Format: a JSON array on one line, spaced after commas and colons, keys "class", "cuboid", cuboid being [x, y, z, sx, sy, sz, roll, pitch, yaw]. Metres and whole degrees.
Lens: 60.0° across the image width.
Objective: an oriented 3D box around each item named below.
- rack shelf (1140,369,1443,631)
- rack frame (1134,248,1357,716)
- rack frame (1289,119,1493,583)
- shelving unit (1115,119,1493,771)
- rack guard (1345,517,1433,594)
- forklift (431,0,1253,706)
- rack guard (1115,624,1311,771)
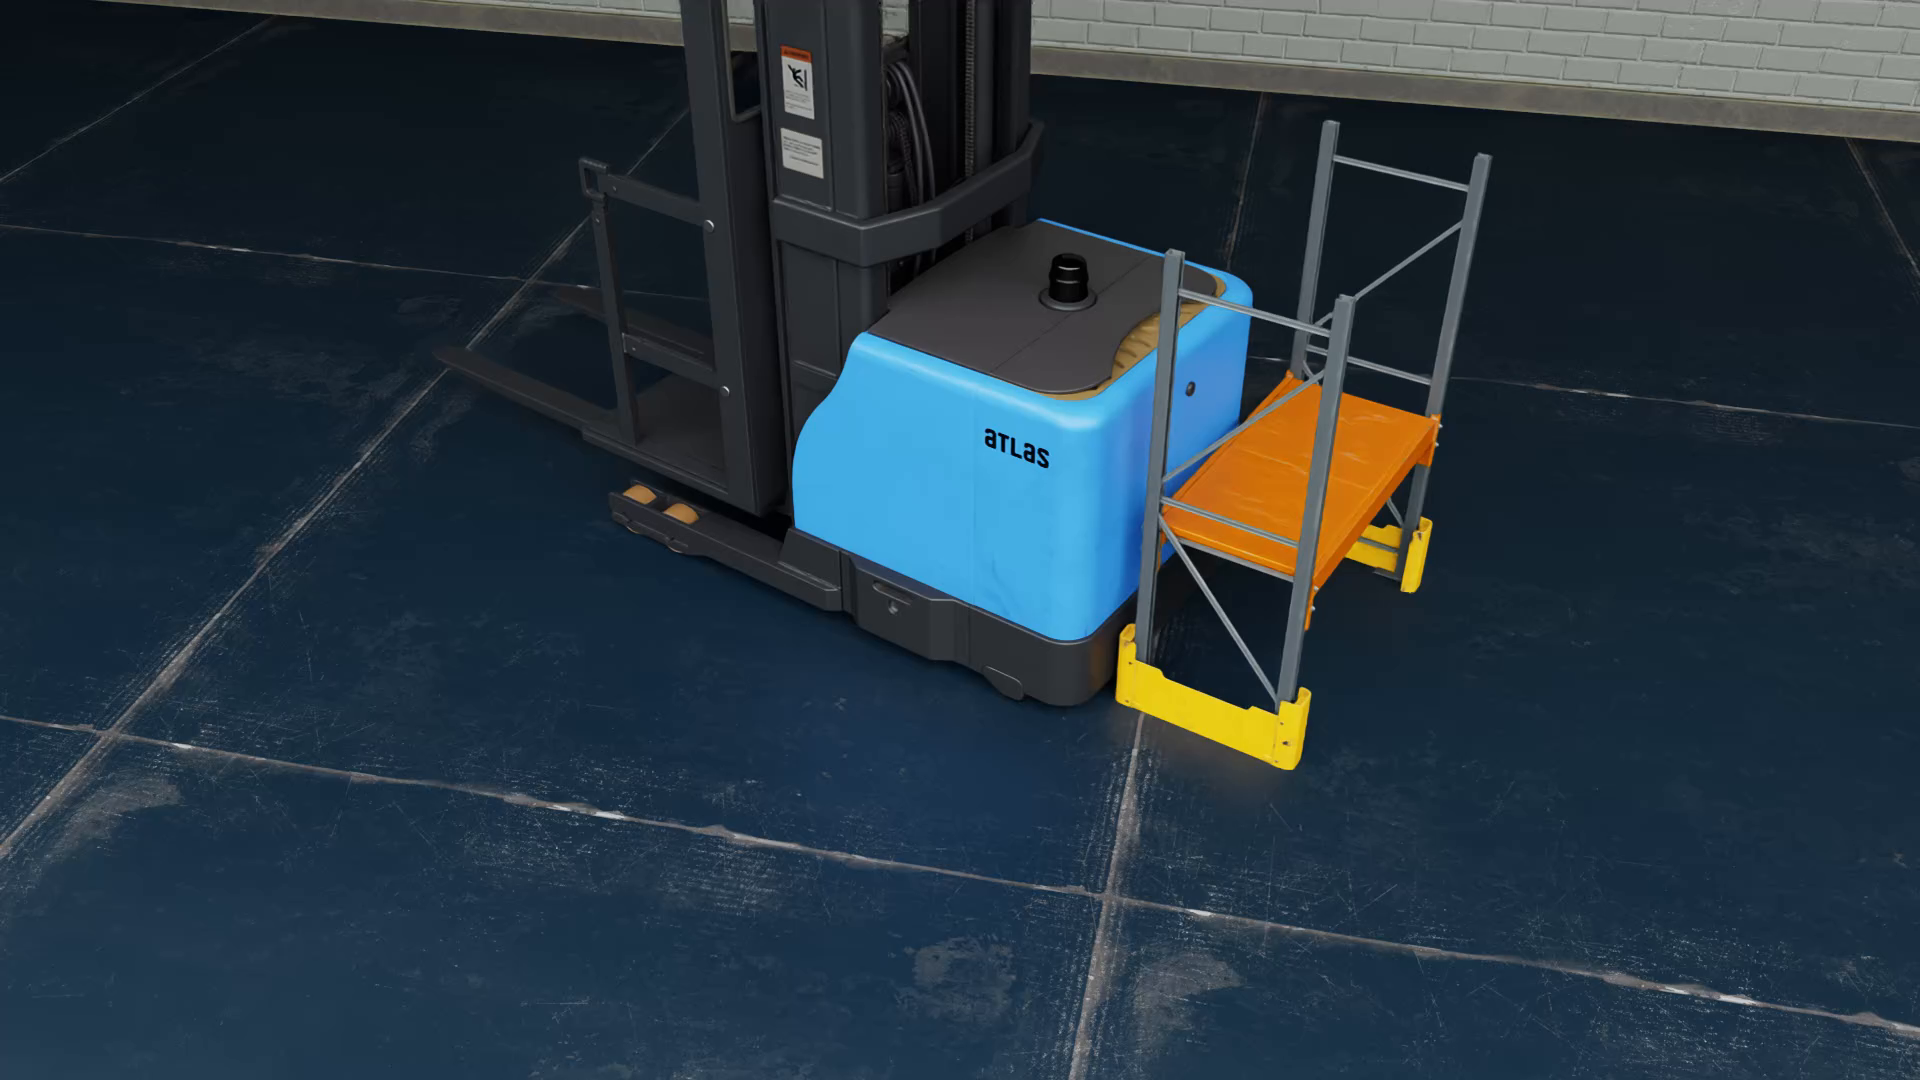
[{"class": "rack shelf", "cuboid": [1.010, -0.151, 4.987, 0.538, 0.185, 1.000, 21, 41, 26]}, {"class": "rack frame", "cuboid": [0.735, -0.046, 4.535, 0.500, 1.500, 0.032, 21, 41, 26]}, {"class": "rack frame", "cuboid": [1.284, -0.548, 5.228, 0.500, 1.500, 0.032, 21, 41, 26]}, {"class": "shelving unit", "cuboid": [1.005, -0.292, 4.875, 0.587, 1.500, 1.083, 21, 41, 26]}, {"class": "rack guard", "cuboid": [1.274, -0.032, 5.582, 0.587, 0.250, 0.087, 21, 41, 26]}, {"class": "forklift", "cuboid": [-0.598, -1.372, 5.146, 3.031, 2.935, 1.130, 23, 42, 28]}, {"class": "rack guard", "cuboid": [0.736, 0.460, 4.903, 0.587, 0.250, 0.087, 21, 41, 26]}]
